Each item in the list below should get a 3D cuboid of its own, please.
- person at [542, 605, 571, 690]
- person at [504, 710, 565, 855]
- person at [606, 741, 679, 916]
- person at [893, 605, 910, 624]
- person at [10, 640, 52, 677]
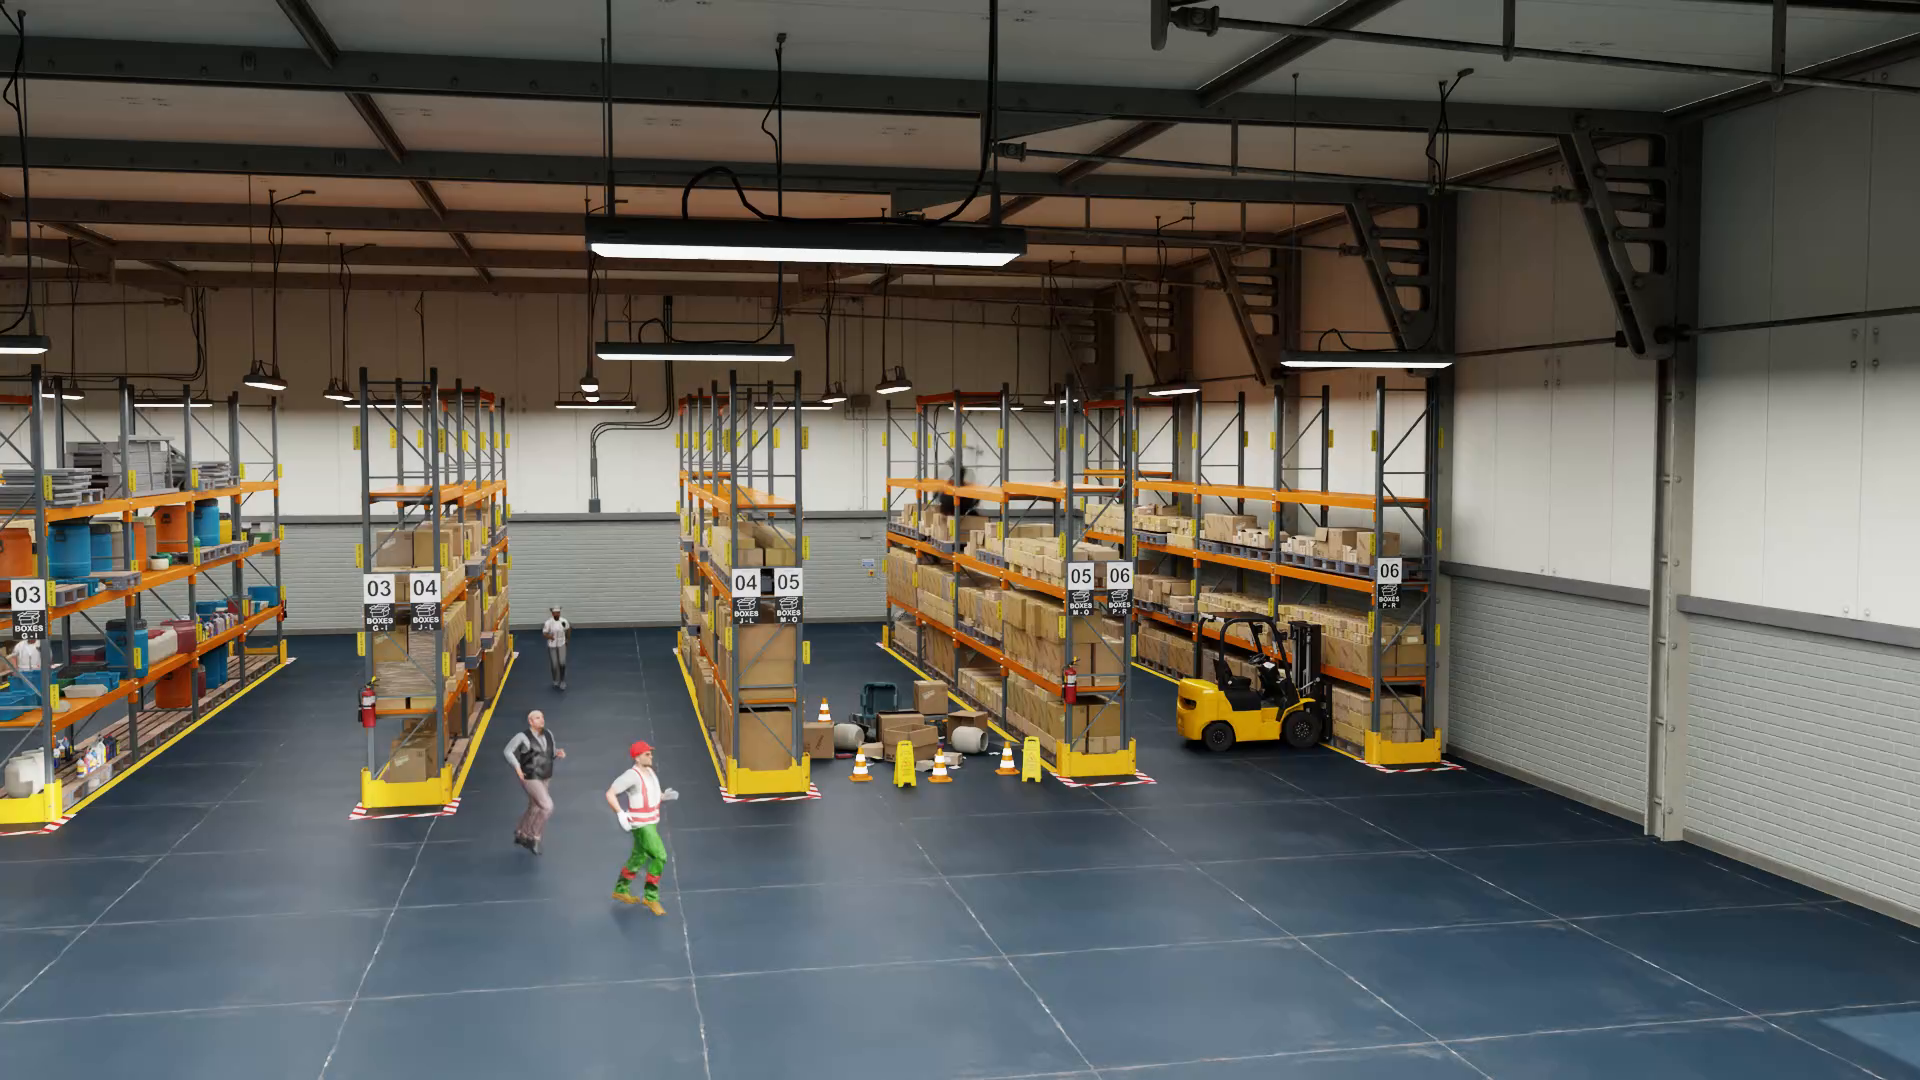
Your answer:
[{"bbox_3d":[-8.136,2.179,33.557,0.572,1.715,0.699,-1,4,-15],"label":"person"},{"bbox_3d":[-5.150,2.953,20.288,0.739,1.765,0.622,2,4,26],"label":"person"},{"bbox_3d":[-3.364,3.056,17.658,0.774,1.846,0.643,1,3,11],"label":"person"},{"bbox_3d":[-1.389,1.673,41.940,0.510,1.694,0.897,1,4,19],"label":"person"},{"bbox_3d":[-16.458,2.379,29.472,0.658,1.740,0.591,-2,4,-26],"label":"person"}]
